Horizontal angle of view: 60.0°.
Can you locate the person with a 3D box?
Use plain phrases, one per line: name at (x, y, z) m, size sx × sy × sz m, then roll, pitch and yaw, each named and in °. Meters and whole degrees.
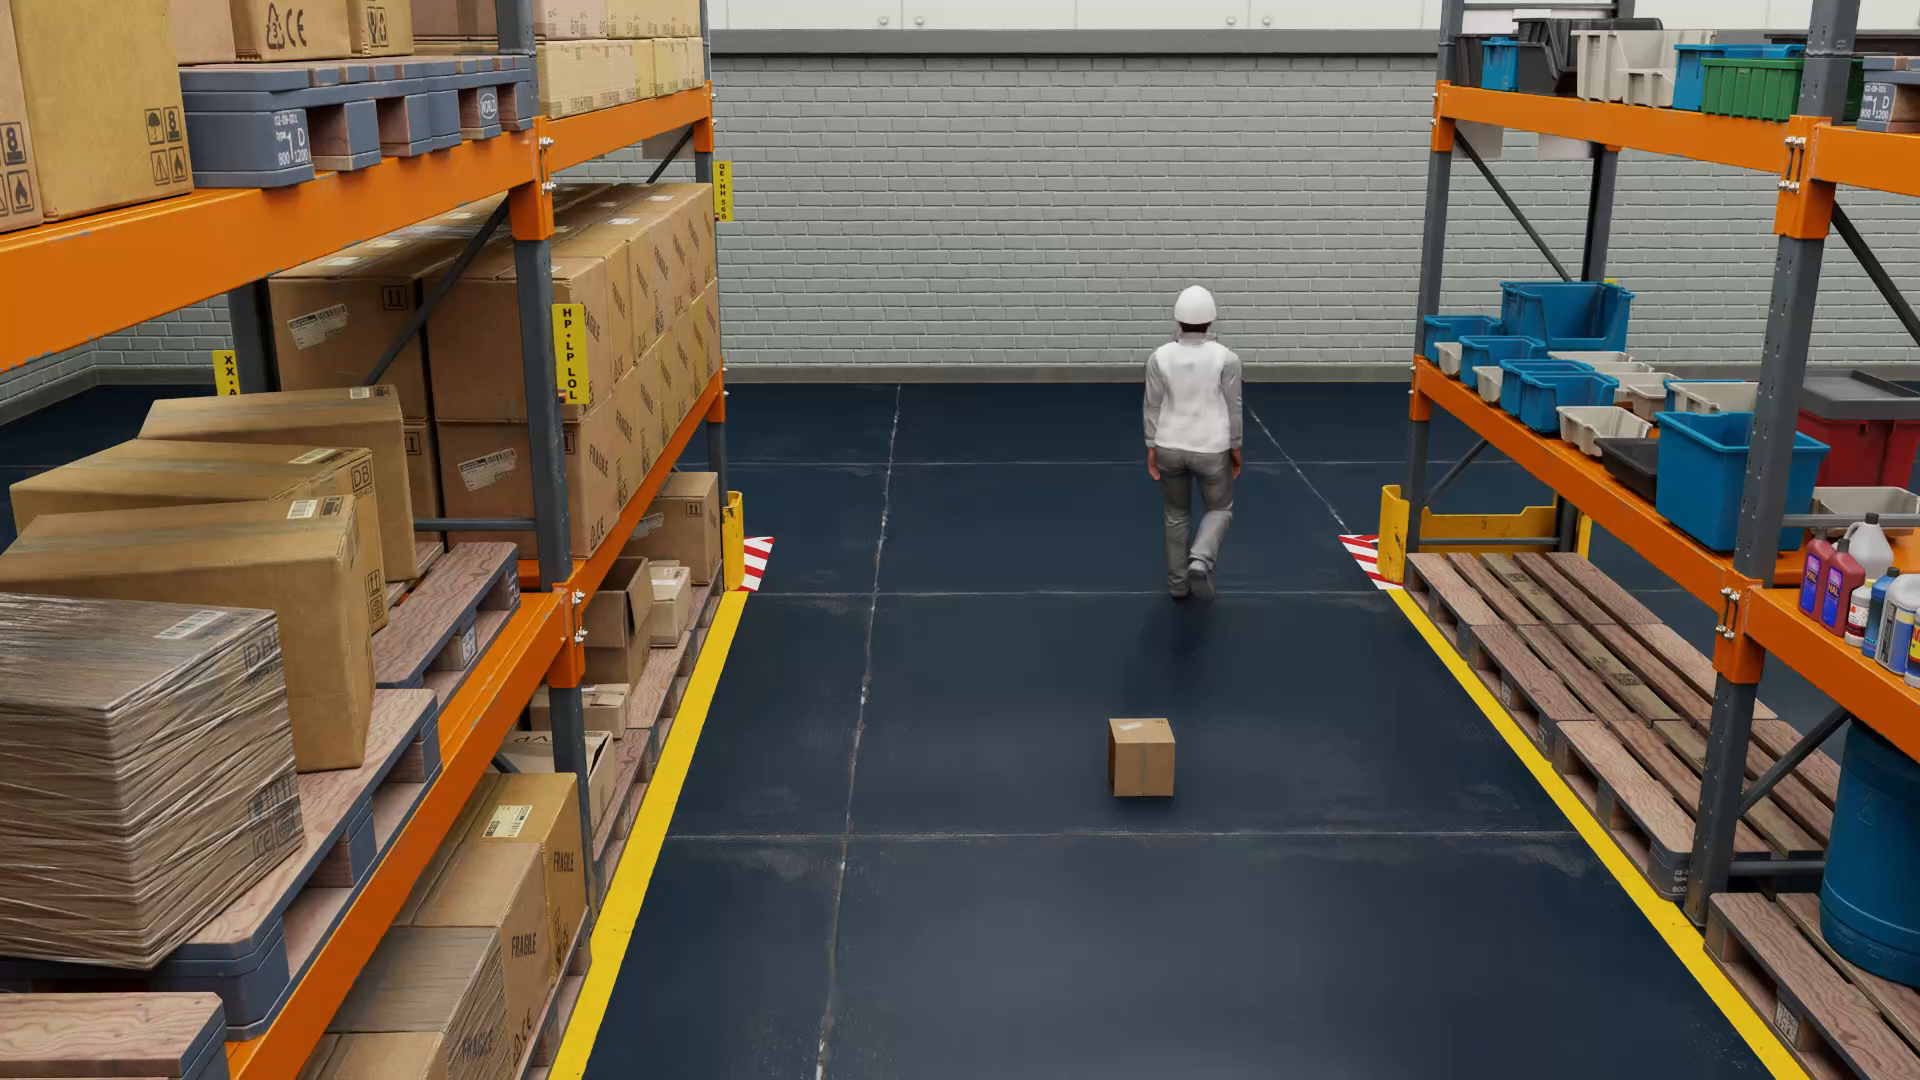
person at (1.267, -0.507, 9.079) m, size 0.543 × 1.757 × 0.645 m, roll 5°, pitch 18°, yaw 17°
